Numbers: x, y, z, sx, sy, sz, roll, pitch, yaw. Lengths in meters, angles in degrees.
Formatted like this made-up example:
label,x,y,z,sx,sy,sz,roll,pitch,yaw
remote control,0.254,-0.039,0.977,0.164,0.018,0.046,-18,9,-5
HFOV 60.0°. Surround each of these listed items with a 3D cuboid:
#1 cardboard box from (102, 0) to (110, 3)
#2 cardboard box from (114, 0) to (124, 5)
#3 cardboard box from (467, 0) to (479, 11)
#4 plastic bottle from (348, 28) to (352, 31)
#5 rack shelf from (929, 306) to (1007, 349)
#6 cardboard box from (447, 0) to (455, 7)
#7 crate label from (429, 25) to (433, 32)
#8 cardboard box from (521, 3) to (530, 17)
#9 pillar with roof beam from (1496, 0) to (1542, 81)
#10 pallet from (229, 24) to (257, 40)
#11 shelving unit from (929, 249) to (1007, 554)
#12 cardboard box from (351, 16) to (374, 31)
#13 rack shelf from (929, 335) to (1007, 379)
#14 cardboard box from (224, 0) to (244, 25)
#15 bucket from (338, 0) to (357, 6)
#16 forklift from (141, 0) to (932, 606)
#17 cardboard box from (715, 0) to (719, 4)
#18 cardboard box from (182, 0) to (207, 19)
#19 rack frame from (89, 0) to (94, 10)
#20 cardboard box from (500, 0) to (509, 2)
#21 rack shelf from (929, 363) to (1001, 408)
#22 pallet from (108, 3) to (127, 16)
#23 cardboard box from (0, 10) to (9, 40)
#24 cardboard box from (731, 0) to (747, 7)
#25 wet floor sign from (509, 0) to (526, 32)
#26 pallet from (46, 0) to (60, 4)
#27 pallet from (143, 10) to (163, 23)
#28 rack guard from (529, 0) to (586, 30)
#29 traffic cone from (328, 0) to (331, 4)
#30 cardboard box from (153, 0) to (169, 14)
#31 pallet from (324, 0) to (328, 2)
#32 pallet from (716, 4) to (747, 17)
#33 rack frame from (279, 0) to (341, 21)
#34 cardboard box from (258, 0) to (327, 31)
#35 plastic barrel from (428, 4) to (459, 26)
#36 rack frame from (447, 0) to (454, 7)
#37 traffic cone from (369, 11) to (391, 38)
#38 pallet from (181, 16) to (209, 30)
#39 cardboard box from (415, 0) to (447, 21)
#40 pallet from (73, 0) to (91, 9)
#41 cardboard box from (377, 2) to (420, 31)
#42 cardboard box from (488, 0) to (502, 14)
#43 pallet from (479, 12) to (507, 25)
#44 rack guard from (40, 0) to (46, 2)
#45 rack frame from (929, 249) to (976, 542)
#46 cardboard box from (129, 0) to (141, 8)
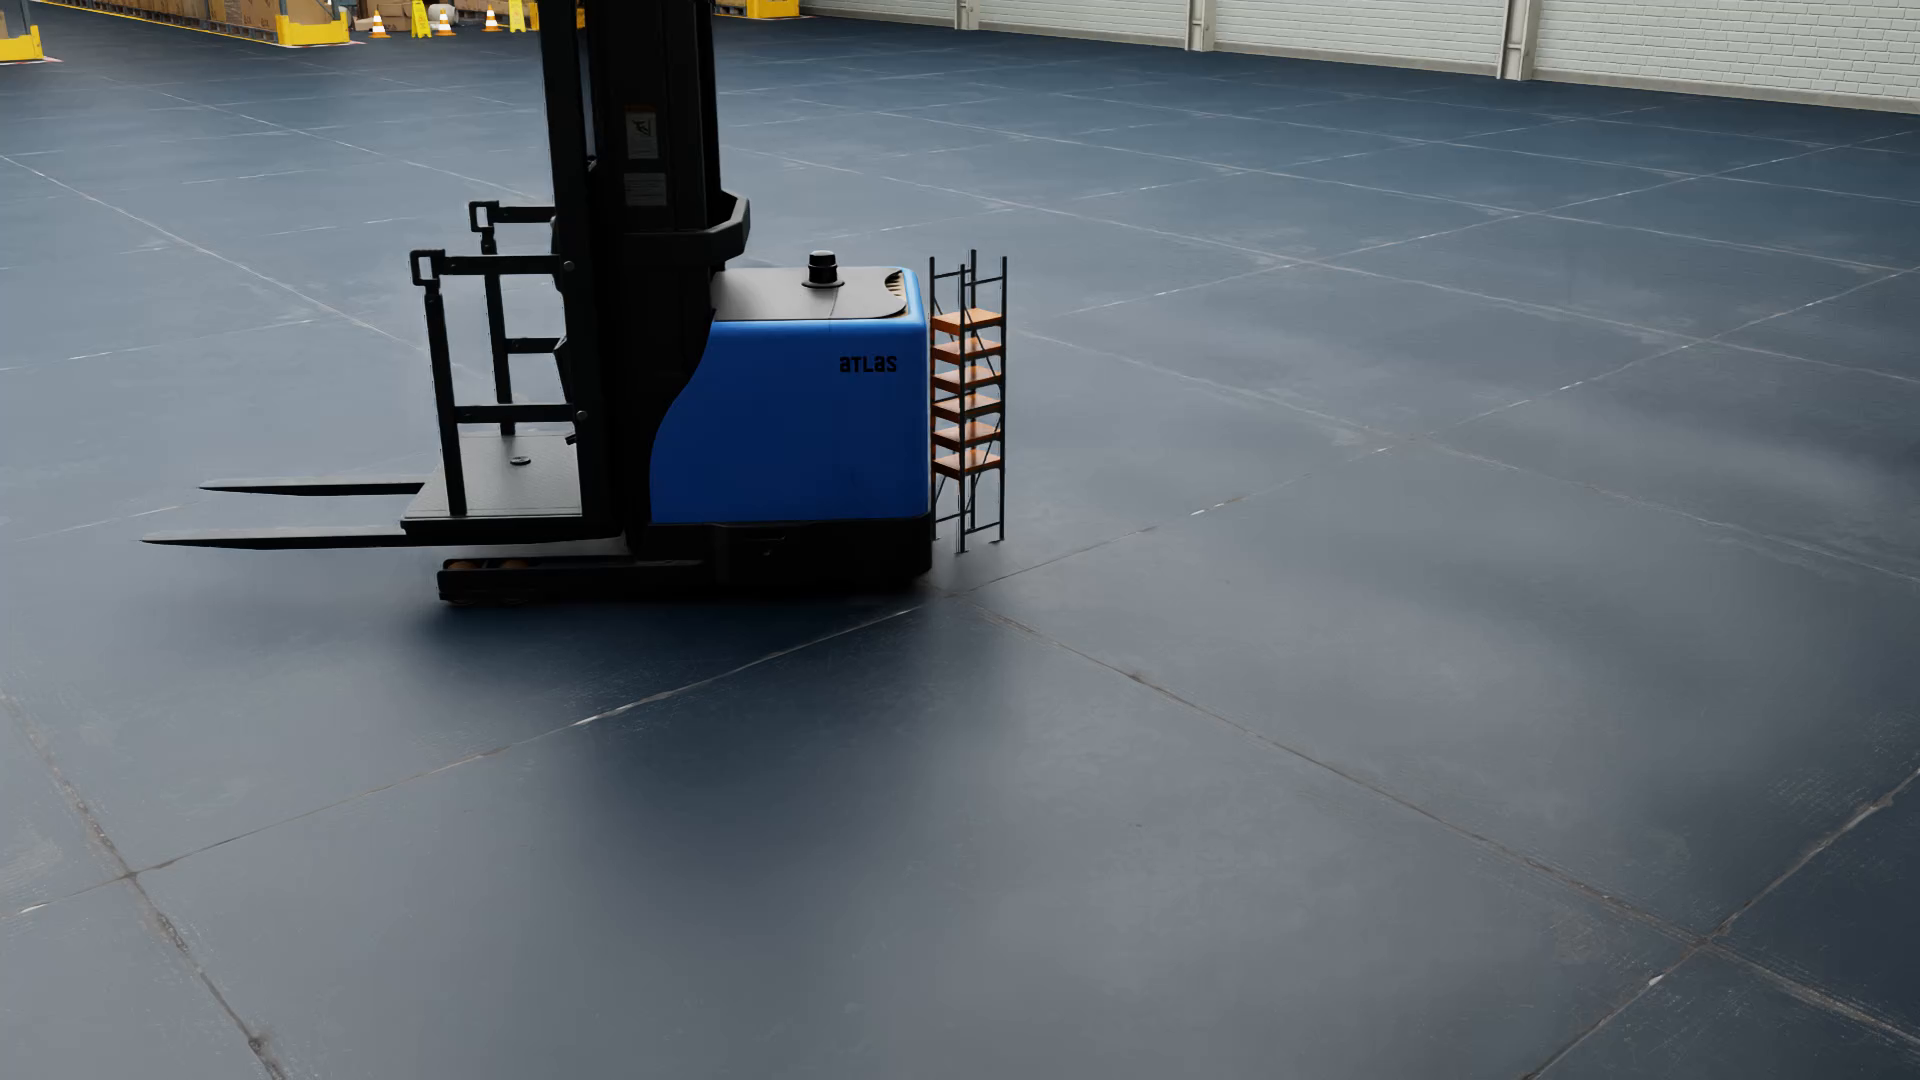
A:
label,x,y,z,sx,sy,sz,roll,pitch,yaw
cardboard box,-18.651,-12.140,36.719,0.500,0.500,0.500,-16,26,-35
cardboard box,-17.990,-11.854,35.988,0.500,0.500,0.500,-19,28,-40
cardboard box,-9.836,-11.061,34.305,0.500,0.250,0.500,-16,26,-34
plastic bottle,-11.804,-9.784,31.881,0.133,0.061,0.283,12,24,27
rack shelf,0.032,-0.849,6.642,0.258,0.103,0.180,-18,28,-38
cardboard box,-10.718,-11.634,35.602,0.950,0.372,0.625,-17,27,-37
crate label,-10.199,-9.736,31.653,0.298,0.136,0.250,7,23,18
cardboard box,-8.510,-10.494,32.857,0.500,0.250,0.500,-18,27,-38
pillar with roof beam,4.712,-9.798,19.660,9.100,9.000,0.400,-17,27,-37
pallet,-12.820,-9.447,30.814,1.003,0.211,1.213,-17,27,-37
shelving unit,0.032,-0.556,6.757,0.258,1.200,0.189,-18,28,-38
cardboard box,-11.540,-10.002,32.156,0.396,0.266,0.258,-12,25,-28
rack shelf,0.032,-0.738,6.686,0.258,0.103,0.180,-18,28,-38
cardboard box,-13.109,-10.079,30.942,0.875,0.875,0.875,-17,27,-37
bucket,-12.222,-11.006,33.376,0.726,0.611,0.620,-8,13,-19
forklift,-1.649,-1.312,6.316,3.031,2.935,1.130,-1,21,-3
cardboard box,-5.188,-11.845,36.308,0.500,0.250,0.500,-17,27,-37
cardboard box,-14.531,-10.609,32.468,1.050,0.750,0.750,-18,27,-38
rack frame,-19.279,-13.522,37.394,1.000,3.000,0.127,-17,27,-37
cardboard box,-8.826,-10.980,33.070,0.500,0.500,0.500,-16,27,-36
rack shelf,0.032,-0.626,6.730,0.258,0.103,0.180,-18,28,-38
pallet,-17.970,-11.671,36.493,1.003,0.211,1.213,-17,27,-37
cardboard box,-15.665,-8.262,26.816,0.500,0.500,0.500,-12,24,-28
cardboard box,-4.551,-11.565,35.593,0.500,0.250,0.500,-17,27,-37
wet floor sign,-8.449,-10.009,31.654,0.267,0.644,0.232,-8,23,-19
pallet,-21.337,-13.074,40.076,1.003,0.211,1.213,-17,27,-37
pallet,-16.211,-10.882,34.479,1.003,0.211,1.213,-17,27,-37
rack guard,-7.812,-10.270,32.518,1.175,0.500,0.348,-17,27,-37
traffic cone,-13.190,-11.188,34.914,0.336,0.463,0.334,-17,27,-37
cardboard box,-15.766,-11.134,33.807,1.050,0.750,0.750,-17,27,-37
pallet,-15.035,-13.234,40.484,1.003,0.211,1.213,-17,27,-37
pallet,-4.535,-11.498,36.051,1.003,0.211,1.213,-17,27,-37
rack frame,-11.446,-10.206,28.929,1.000,3.000,0.127,-17,27,-37
cardboard box,-11.939,-9.584,29.678,0.875,0.875,0.875,-17,27,-37
plastic barrel,-10.258,-10.423,33.016,0.512,0.421,0.421,0,21,-1
rack frame,-10.373,-12.518,34.831,1.000,3.000,0.127,-17,27,-37
traffic cone,-10.717,-9.510,30.629,0.336,0.463,0.334,-17,27,-37
pallet,-14.618,-10.208,32.758,1.003,0.211,1.213,-17,27,-37
cardboard box,-10.705,-10.735,33.703,0.500,0.500,0.500,0,21,-1
pallet,-19.745,-12.400,38.355,1.003,0.211,1.213,-17,27,-37
cardboard box,-10.827,-10.133,32.164,0.637,0.503,0.797,3,22,9
cardboard box,-9.172,-10.775,33.576,0.500,0.250,0.500,-19,28,-39
pallet,-9.108,-10.705,34.026,1.003,0.211,1.213,-17,27,-37
rack guard,-21.841,-13.442,40.618,1.175,0.500,0.348,-17,27,-37
rack frame,-0.028,-0.581,6.821,0.240,1.200,0.006,-18,28,-38
cardboard box,-17.296,-11.568,35.257,0.500,0.500,0.500,-18,27,-38
